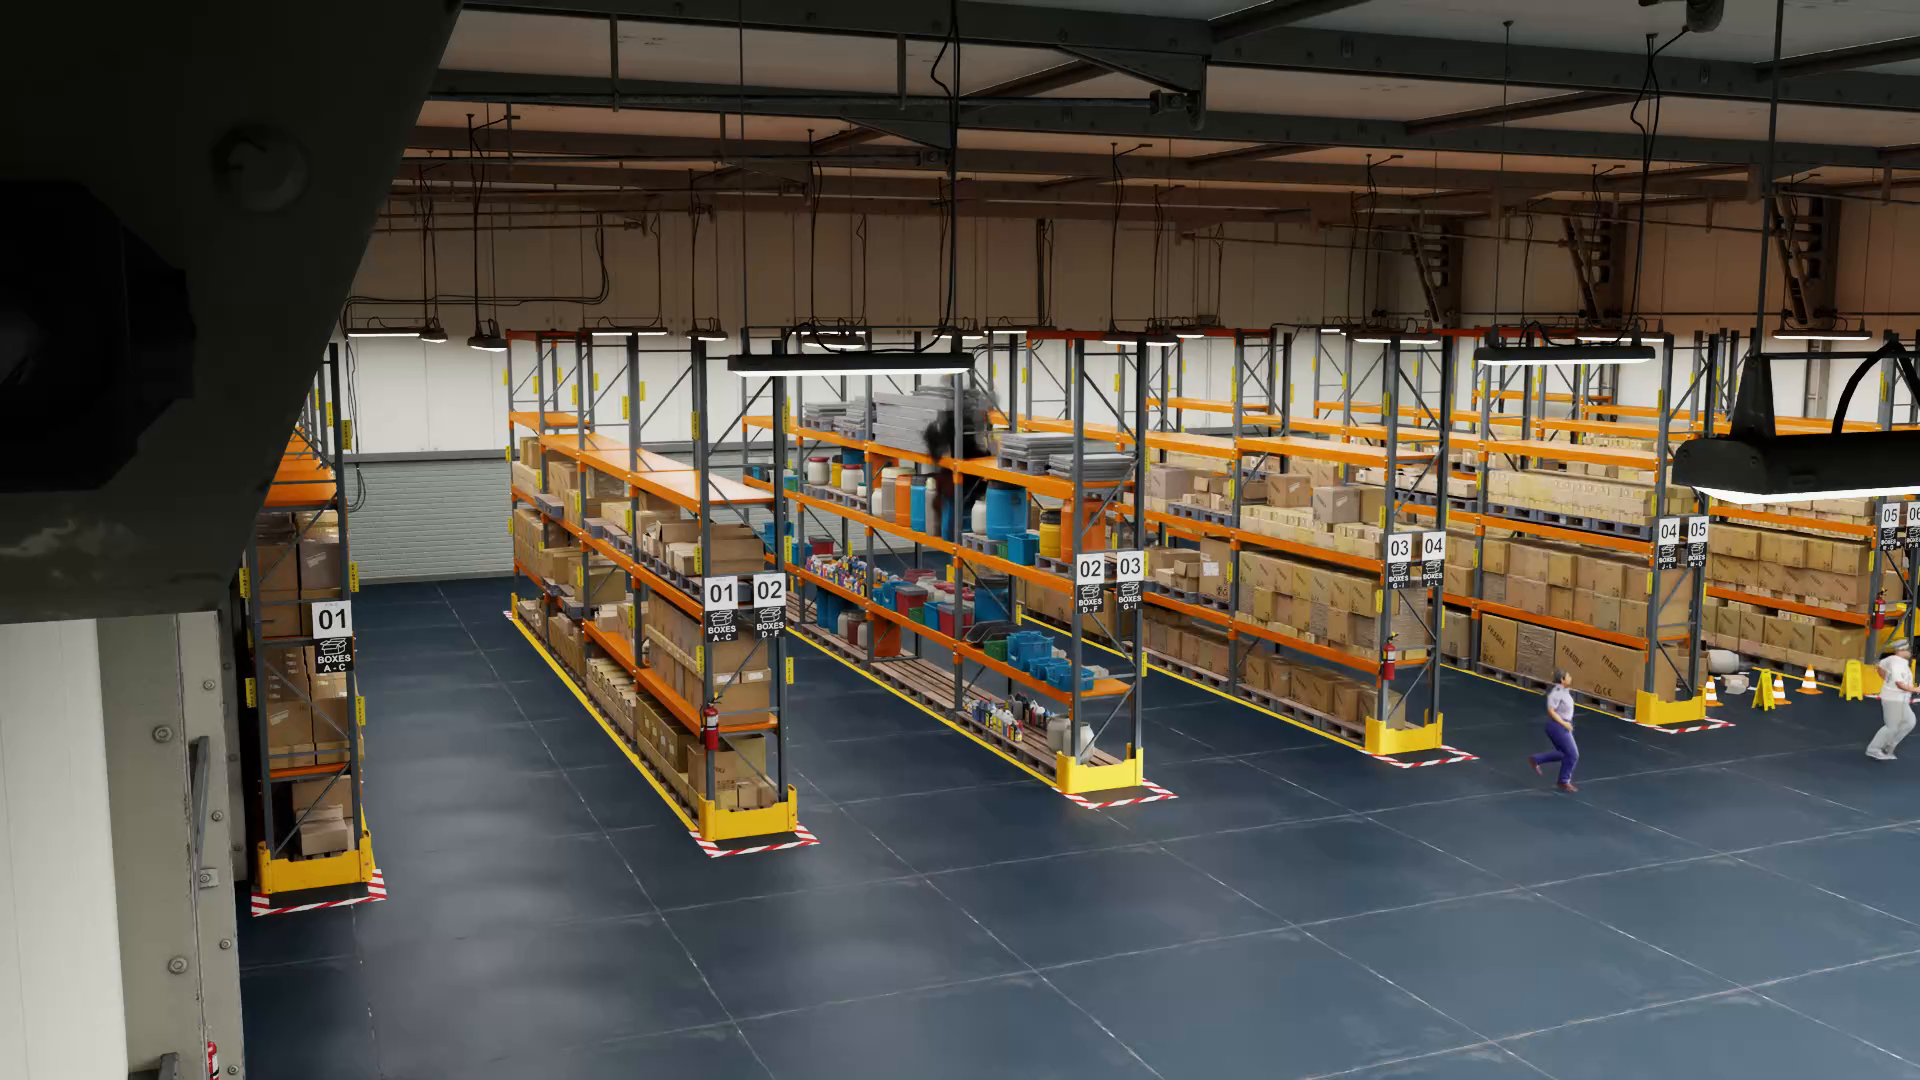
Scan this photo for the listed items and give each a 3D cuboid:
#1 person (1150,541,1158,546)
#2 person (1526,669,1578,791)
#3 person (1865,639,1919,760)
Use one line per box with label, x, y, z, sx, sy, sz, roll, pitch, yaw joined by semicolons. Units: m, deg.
person;4.047;0.827;34.196;0.586;1.674;0.938;-4;9;-25
person;7.981;2.535;22.324;0.696;1.621;0.634;4;9;24
person;13.287;2.283;23.555;0.718;1.822;0.683;4;9;26
